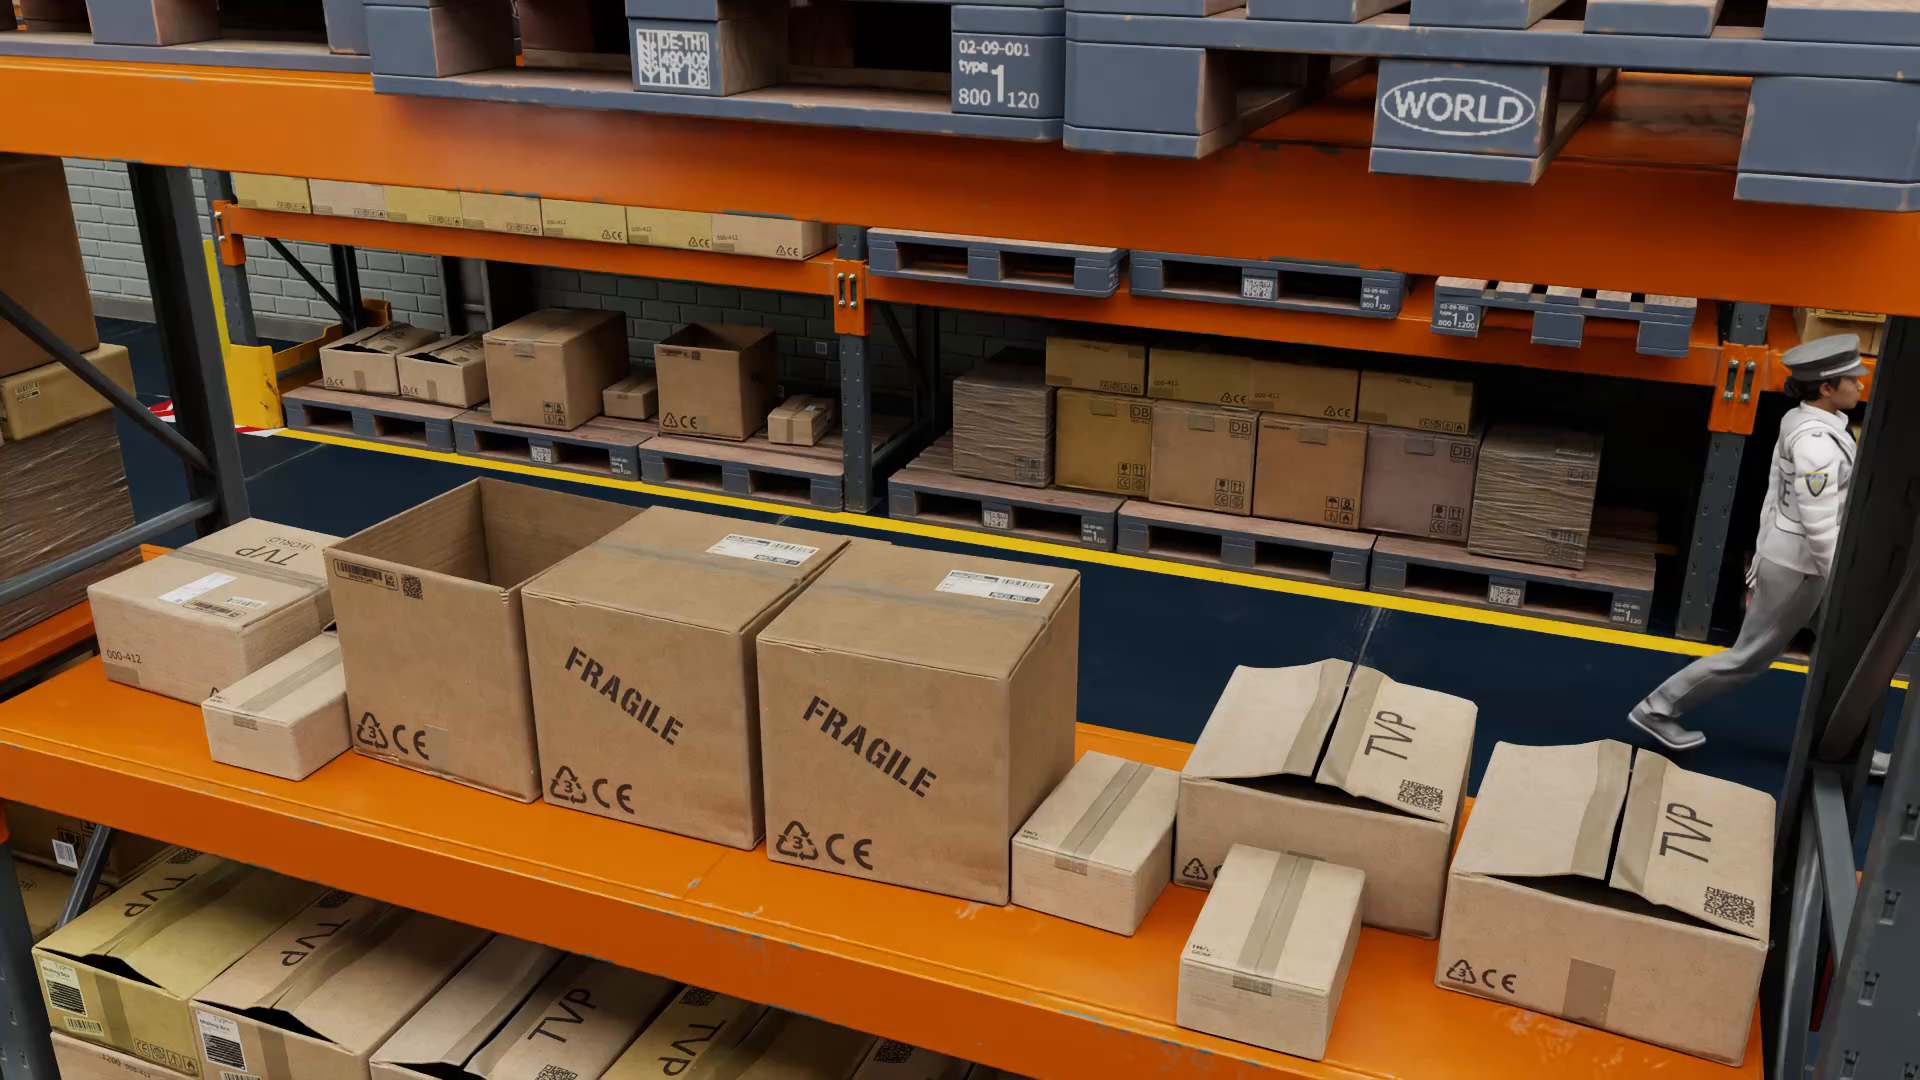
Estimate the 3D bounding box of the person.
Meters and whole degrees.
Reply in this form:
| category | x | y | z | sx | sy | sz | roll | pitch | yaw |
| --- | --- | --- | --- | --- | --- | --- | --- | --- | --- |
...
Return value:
| category | x | y | z | sx | sy | sz | roll | pitch | yaw |
| --- | --- | --- | --- | --- | --- | --- | --- | --- | --- |
| person | 2.982 | 0.072 | 5.873 | 0.961 | 1.640 | 0.492 | 10 | 25 | 23 |
